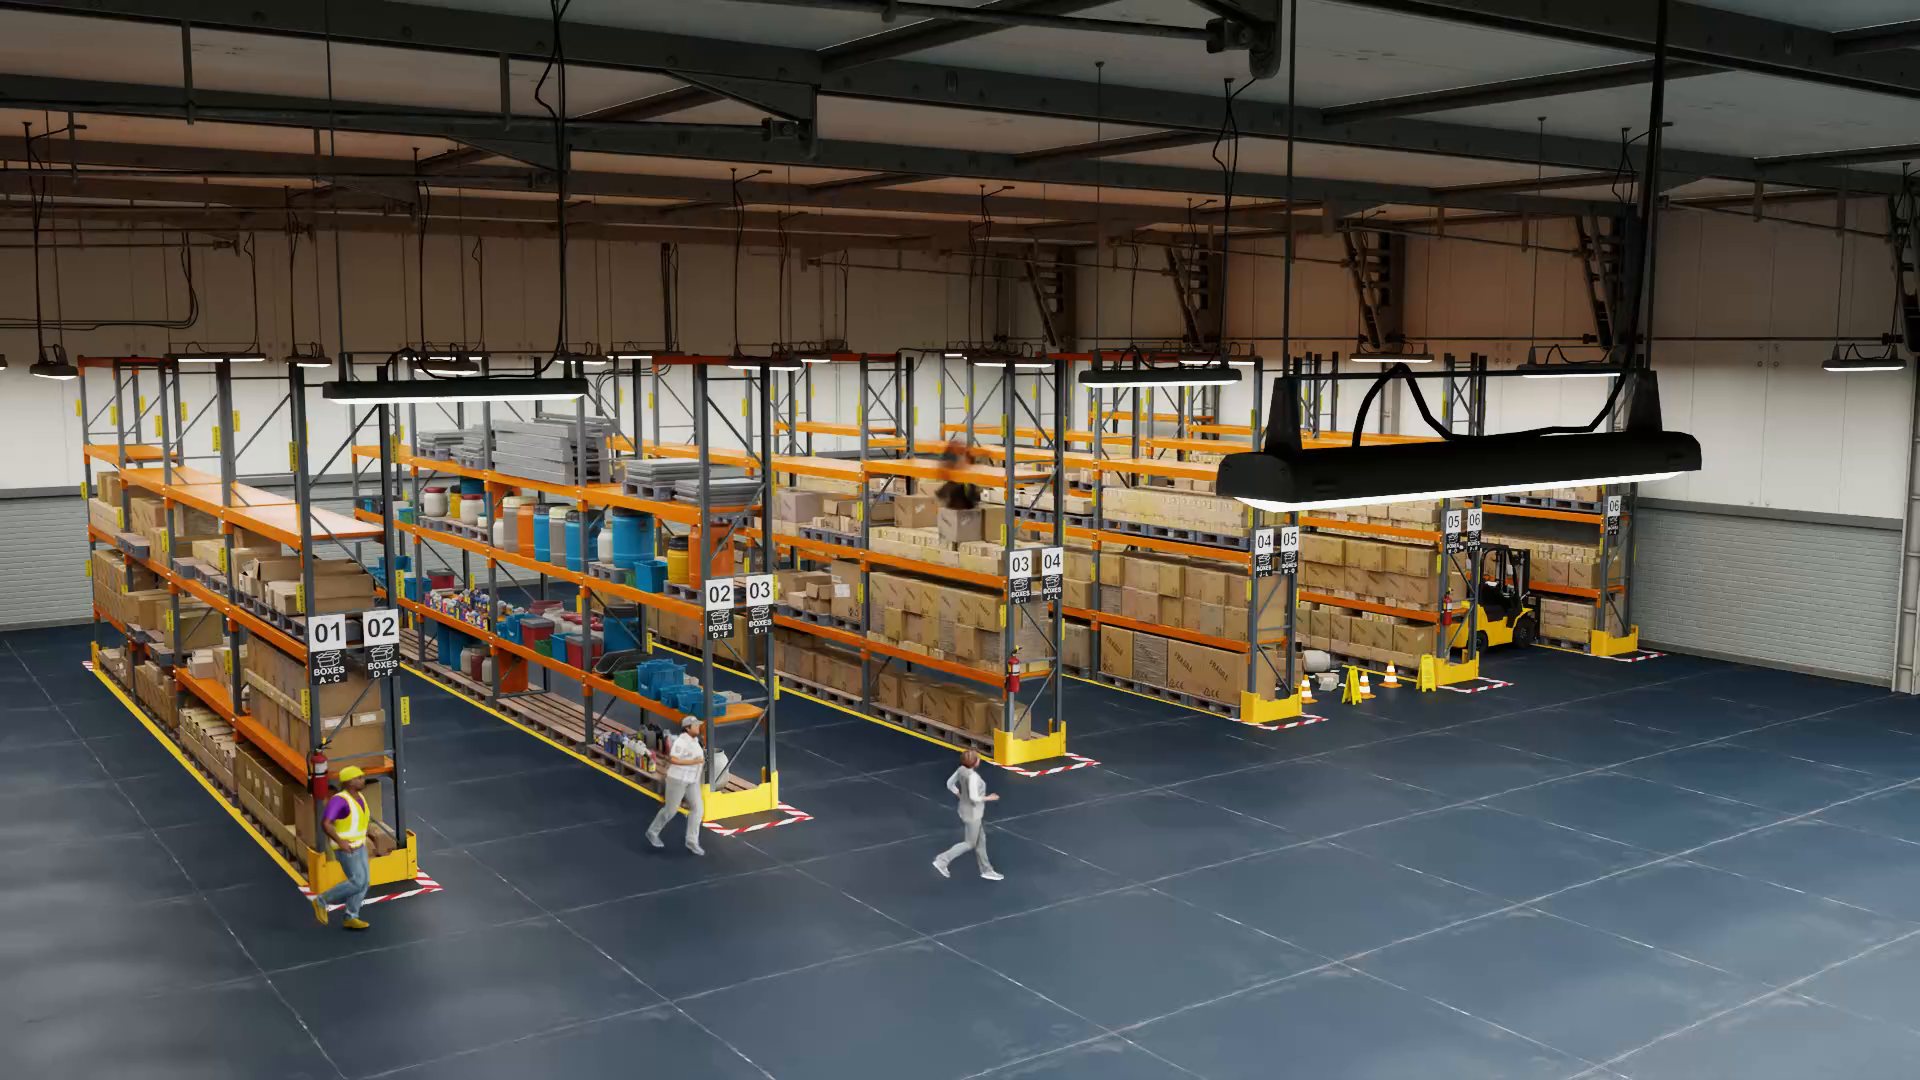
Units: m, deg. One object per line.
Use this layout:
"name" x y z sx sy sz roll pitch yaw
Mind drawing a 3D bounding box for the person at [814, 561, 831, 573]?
"person" -3.463 0.387 42.038 0.860 1.711 0.763 3 8 23

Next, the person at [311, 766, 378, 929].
"person" -6.655 3.305 18.047 0.594 1.712 0.751 0 7 2

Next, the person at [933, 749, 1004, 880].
"person" 0.113 3.202 19.272 0.841 1.593 0.540 -2 7 -16

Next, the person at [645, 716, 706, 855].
"person" -3.441 3.022 20.701 0.824 1.676 0.629 4 8 27
